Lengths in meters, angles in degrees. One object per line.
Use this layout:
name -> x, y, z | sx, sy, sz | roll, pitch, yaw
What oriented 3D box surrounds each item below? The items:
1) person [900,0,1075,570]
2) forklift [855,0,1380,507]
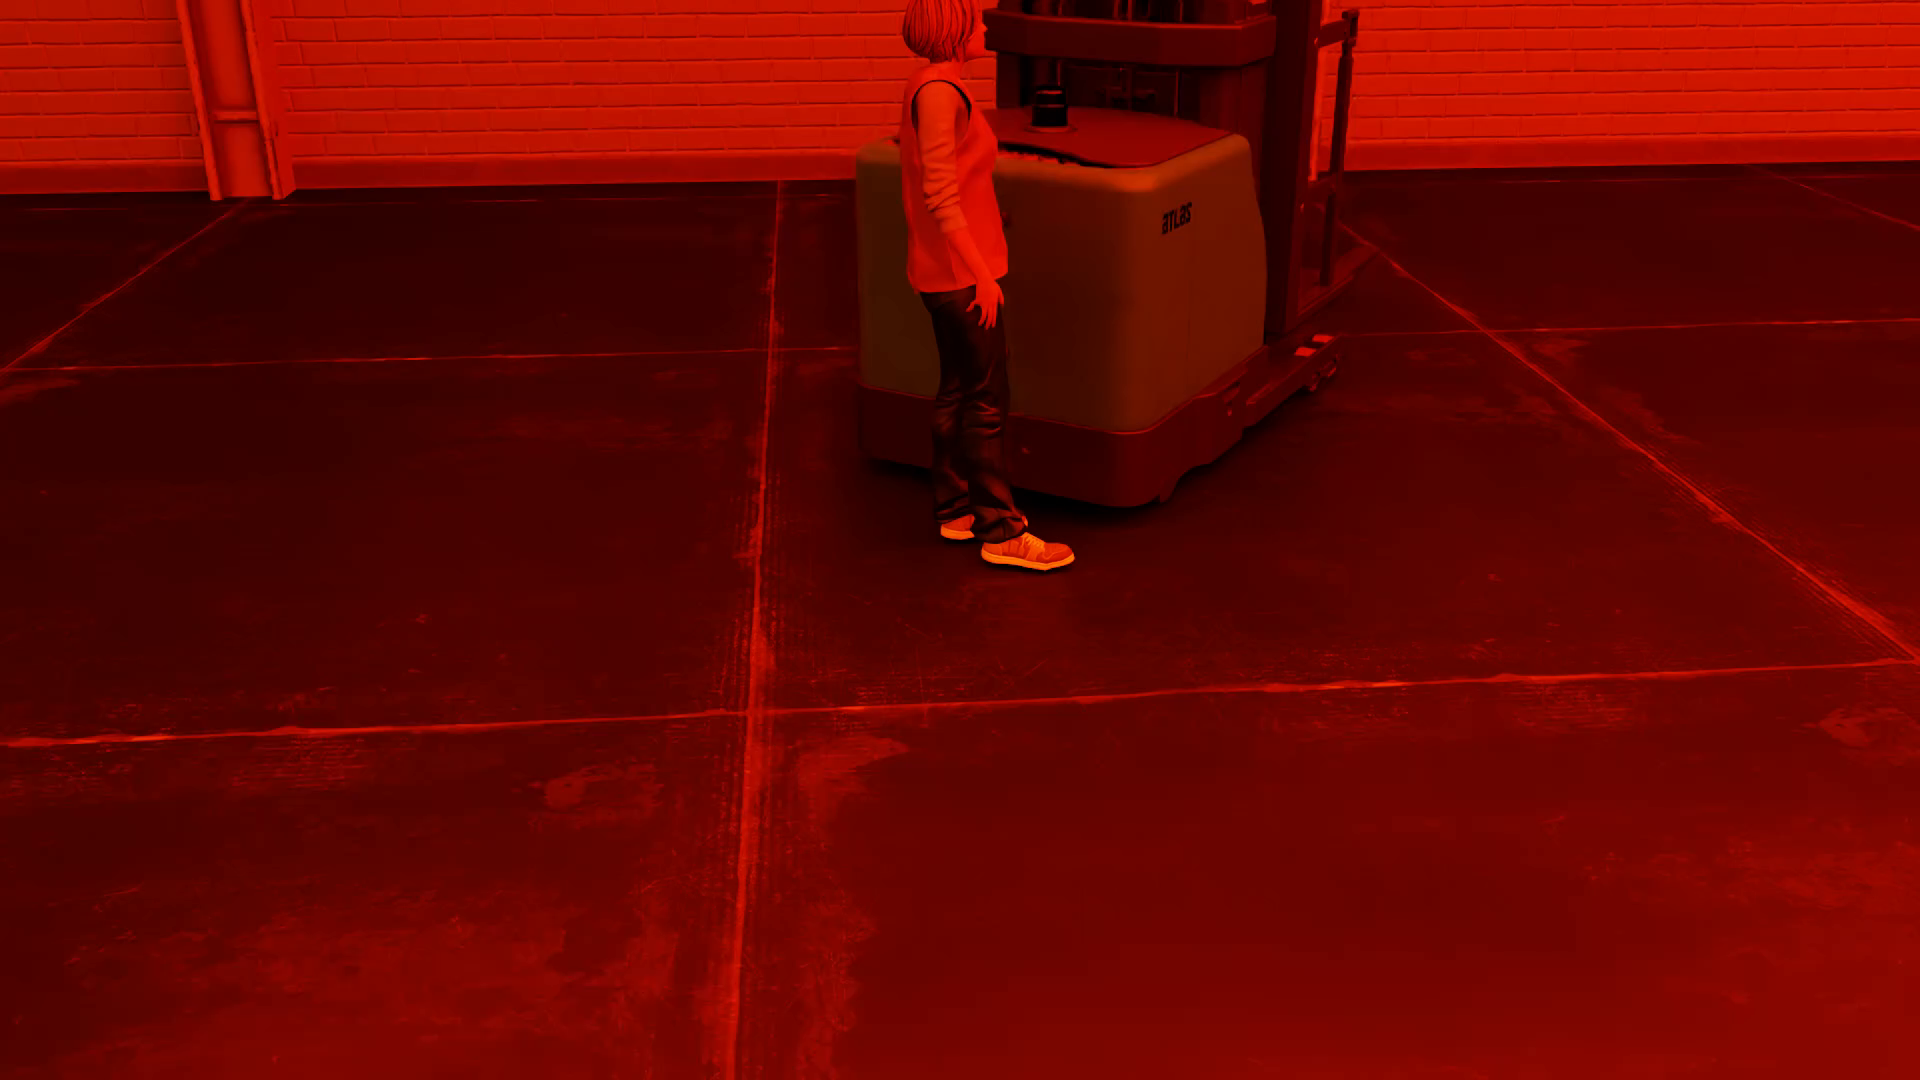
person -> 0.074, -0.736, 4.672 | 0.476, 1.597, 0.520 | -2, 24, -5
forklift -> 0.831, -1.989, 5.894 | 1.130, 2.935, 3.031 | 13, 27, 27
